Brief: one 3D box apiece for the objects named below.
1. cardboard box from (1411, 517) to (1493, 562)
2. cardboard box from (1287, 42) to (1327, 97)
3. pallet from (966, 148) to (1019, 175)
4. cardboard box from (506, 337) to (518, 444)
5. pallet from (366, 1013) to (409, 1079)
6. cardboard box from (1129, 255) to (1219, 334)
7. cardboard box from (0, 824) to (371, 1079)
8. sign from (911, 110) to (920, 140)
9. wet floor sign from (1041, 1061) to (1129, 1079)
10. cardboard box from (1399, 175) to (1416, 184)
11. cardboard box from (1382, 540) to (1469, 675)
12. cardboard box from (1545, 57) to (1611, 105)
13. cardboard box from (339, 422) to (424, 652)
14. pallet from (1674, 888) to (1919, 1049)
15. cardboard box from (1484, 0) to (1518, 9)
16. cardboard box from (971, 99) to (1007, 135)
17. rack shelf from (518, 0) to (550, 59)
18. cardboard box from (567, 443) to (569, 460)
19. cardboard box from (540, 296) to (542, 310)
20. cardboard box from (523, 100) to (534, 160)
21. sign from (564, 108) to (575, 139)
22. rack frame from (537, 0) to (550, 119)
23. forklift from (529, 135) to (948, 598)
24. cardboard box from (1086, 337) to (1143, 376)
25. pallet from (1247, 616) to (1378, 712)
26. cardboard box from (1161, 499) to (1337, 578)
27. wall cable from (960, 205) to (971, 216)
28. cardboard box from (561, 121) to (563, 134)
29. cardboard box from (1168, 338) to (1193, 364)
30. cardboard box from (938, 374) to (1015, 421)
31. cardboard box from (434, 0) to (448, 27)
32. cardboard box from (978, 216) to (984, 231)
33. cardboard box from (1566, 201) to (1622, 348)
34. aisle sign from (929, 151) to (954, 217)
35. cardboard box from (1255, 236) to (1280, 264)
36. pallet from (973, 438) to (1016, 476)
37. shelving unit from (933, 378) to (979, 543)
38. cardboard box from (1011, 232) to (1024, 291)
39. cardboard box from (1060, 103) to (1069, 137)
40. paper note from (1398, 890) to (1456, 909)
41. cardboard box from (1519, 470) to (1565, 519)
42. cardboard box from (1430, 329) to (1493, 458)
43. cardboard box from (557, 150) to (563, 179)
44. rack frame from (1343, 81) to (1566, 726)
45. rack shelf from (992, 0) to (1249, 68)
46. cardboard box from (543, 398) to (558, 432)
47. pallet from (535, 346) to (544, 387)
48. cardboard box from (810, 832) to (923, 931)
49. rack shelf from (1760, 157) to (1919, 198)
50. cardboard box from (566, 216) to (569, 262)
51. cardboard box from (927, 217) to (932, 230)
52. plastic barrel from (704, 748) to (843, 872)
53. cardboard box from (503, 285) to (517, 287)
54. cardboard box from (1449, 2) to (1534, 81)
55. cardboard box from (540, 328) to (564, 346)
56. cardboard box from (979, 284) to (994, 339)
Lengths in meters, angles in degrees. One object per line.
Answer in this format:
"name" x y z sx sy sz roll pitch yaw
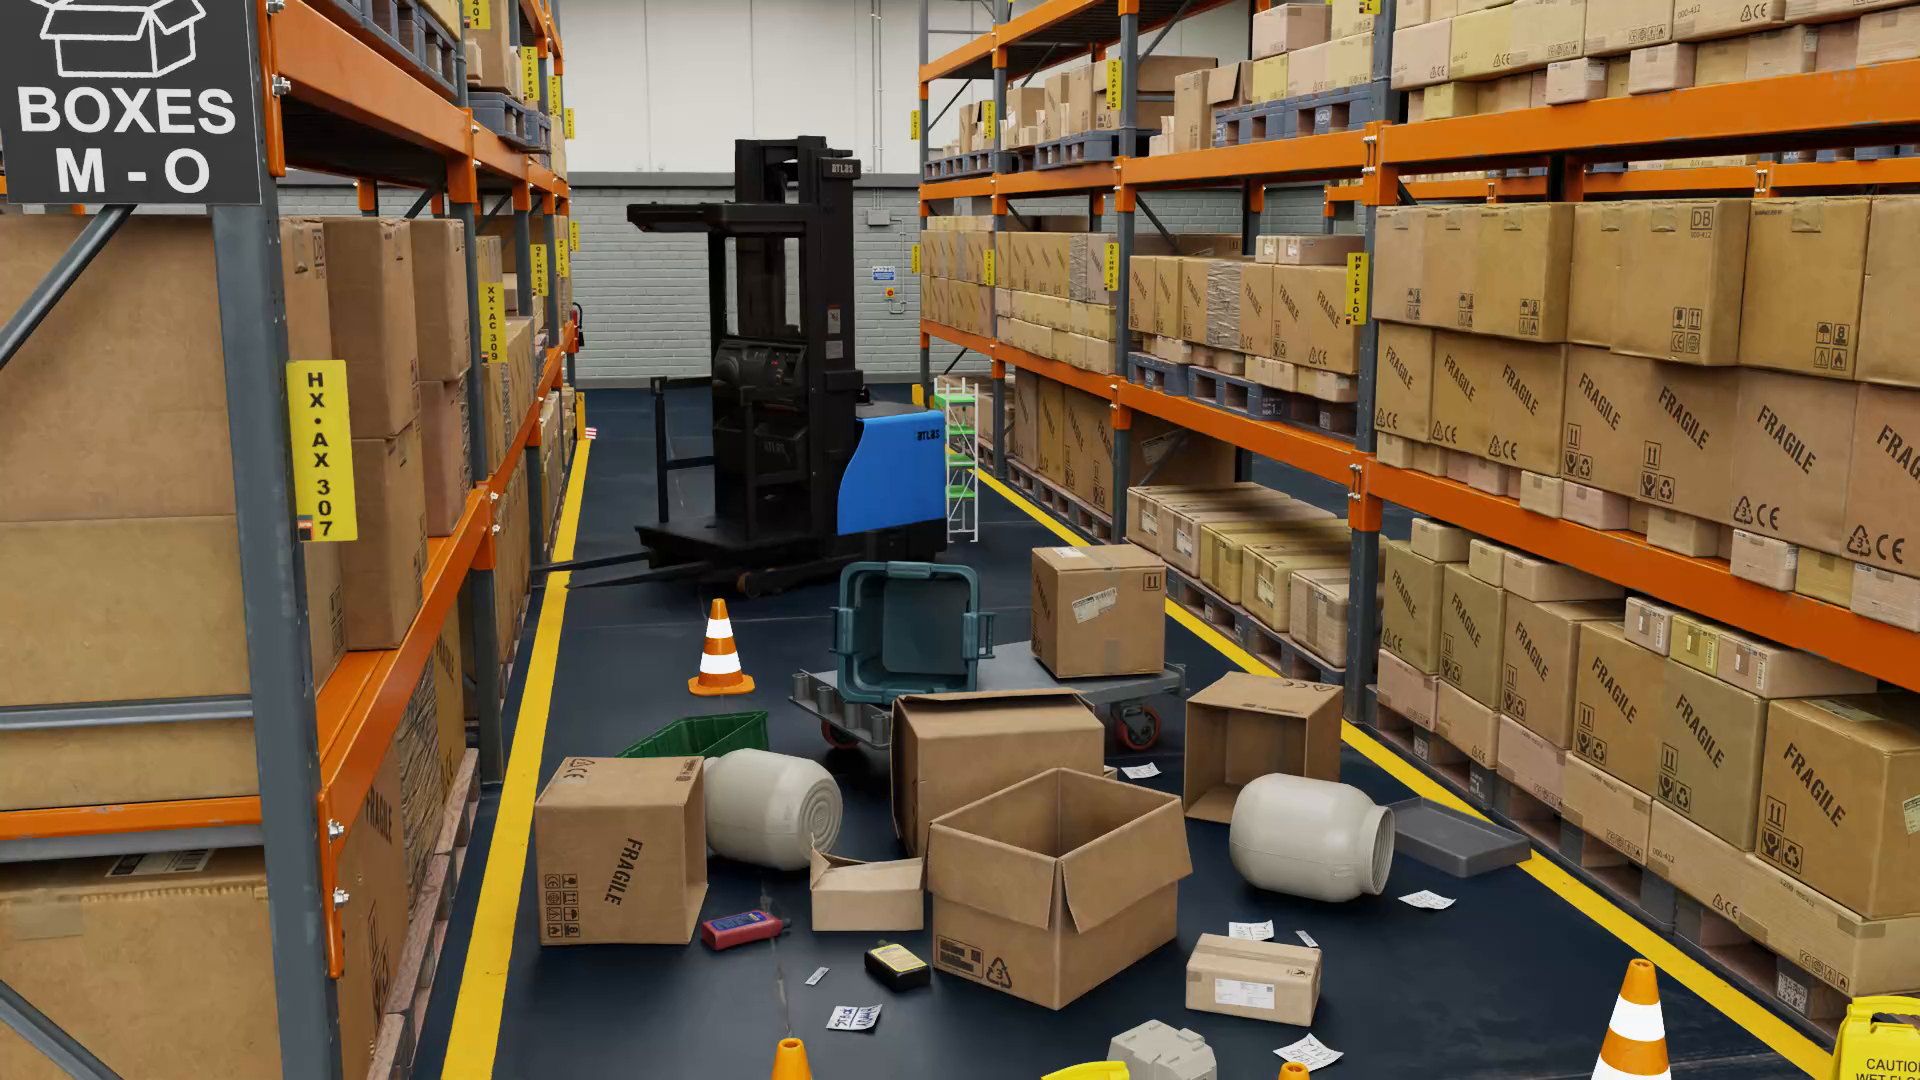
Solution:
"cardboard box" 2.185 -0.007 7.200 0.380 0.149 0.250 -2 11 -10
"cardboard box" 2.020 -2.408 8.583 0.500 0.250 0.500 -2 11 -10
"pallet" 0.665 -3.655 16.092 1.003 0.211 1.213 -2 11 -11
"cardboard box" -2.498 -0.749 8.339 0.500 0.500 0.500 -2 11 -11
"pallet" -1.921 1.551 3.984 1.003 0.211 1.213 -2 11 -11
"cardboard box" 1.452 -1.652 11.165 0.500 0.500 0.500 -2 11 -13
"cardboard box" -1.885 1.040 3.768 0.875 0.875 0.875 -2 11 -11
"sign" -0.510 -4.731 18.958 0.100 0.325 0.005 -2 11 -11
"wet floor sign" 0.259 1.415 3.538 0.267 0.644 0.232 -4 12 -21
"cardboard box" 4.994 -3.942 18.037 0.380 0.149 0.250 -2 11 -10
"cardboard box" 2.219 0.287 7.393 0.500 0.500 0.500 -2 11 -8
"cardboard box" 2.354 -1.652 6.002 0.380 0.149 0.250 -2 11 -12
"cardboard box" -1.919 -0.023 4.392 0.875 0.550 0.550 -2 11 -11
"pallet" 3.009 1.332 5.134 1.003 0.211 1.213 -2 11 -11
"cardboard box" 2.257 -2.135 6.408 0.380 0.149 0.250 -2 11 -11
"cardboard box" 0.520 -4.100 16.528 0.797 0.503 0.637 -1 11 -7
"rack shelf" -3.633 -3.906 12.147 1.077 0.370 4.000 -2 11 -11
"cardboard box" -3.830 -0.809 15.427 0.380 0.149 0.250 -2 11 -9
"cardboard box" -3.699 -1.991 13.888 0.380 0.149 0.250 -2 11 -11
"cardboard box" -3.094 -2.779 10.988 0.500 0.500 0.500 -2 11 -11
"sign" -4.252 -4.535 18.109 0.100 0.325 0.005 -2 11 -11
"rack frame" -4.022 -4.823 13.970 1.000 3.000 0.127 -2 11 -11
"forklift" -1.498 -1.175 11.032 3.031 2.935 1.130 -10 15 -43
"cardboard box" 1.238 -1.351 12.171 0.500 0.250 0.500 -3 11 -13
"pallet" 2.217 0.620 8.876 1.003 0.211 1.213 -2 11 -11
"cardboard box" 1.843 -0.017 10.670 0.950 0.372 0.625 -2 11 -12
"wall cable" 0.305 -4.394 25.044 0.588 1.984 0.122 -2 11 -11
"cardboard box" -4.447 -4.401 17.770 0.380 0.149 0.250 -2 11 -12
"cardboard box" 1.536 -1.201 10.535 0.380 0.149 0.250 -2 11 -11
"cardboard box" 0.262 -1.638 19.012 0.875 0.438 0.875 -3 11 -13
"cardboard box" -1.981 -1.866 5.735 0.380 0.149 0.250 -2 11 -10
"cardboard box" 0.391 -3.123 16.404 0.380 0.149 0.250 -2 11 -11
"cardboard box" 2.582 -0.925 5.798 0.700 0.500 0.500 -2 11 -11
"aisle sign" -0.263 -4.088 19.199 0.394 0.787 0.004 -2 11 -11
"cardboard box" 1.835 -1.579 9.051 0.380 0.149 0.250 -3 11 -13
"pallet" 0.742 -0.847 16.582 1.003 0.211 1.213 -2 11 -11
"shelving unit" -0.032 -0.620 12.744 0.258 1.200 0.503 -2 11 -11
"cardboard box" 0.743 -2.431 14.507 0.500 0.500 0.500 -2 11 -11
"cardboard box" 0.980 -3.195 12.672 0.396 0.266 0.258 -2 11 -12
"paper note" 1.663 1.276 5.912 0.142 0.019 0.148 -6 13 -31
"cardboard box" 2.356 -0.180 6.289 0.380 0.149 0.250 -2 11 -11
"cardboard box" 2.302 -0.621 6.871 0.500 0.500 0.500 -2 11 -11
"cardboard box" -4.042 -3.558 15.747 0.500 0.250 0.500 -2 11 -9
"rack frame" 2.369 -0.607 7.865 1.000 3.000 0.127 -2 11 -11
"rack shelf" 1.203 -4.105 13.190 1.077 0.370 4.000 -2 11 -11
"cardboard box" -3.543 -1.001 13.488 0.500 0.250 0.500 -2 11 -8
"pallet" -3.487 -1.175 11.360 1.213 0.211 1.003 -2 11 -11
"cardboard box" -0.325 1.183 5.773 0.396 0.266 0.258 0 11 -1
"rack shelf" 6.849 -2.275 10.531 1.077 0.370 4.000 -2 11 -11
"cardboard box" -4.467 -3.221 17.861 0.500 0.500 0.500 -2 11 -12
"cardboard box" -0.167 -3.592 18.870 0.380 0.149 0.250 -2 11 -10
"plastic barrel" -0.741 1.009 6.263 0.512 0.421 0.421 6 12 28
"cardboard box" -3.199 -1.659 11.346 0.380 0.149 0.250 -2 11 -13
"cardboard box" 2.296 -1.968 6.599 0.500 0.250 0.500 -2 11 -11
"cardboard box" -3.756 -1.816 14.890 0.380 0.149 0.250 -2 11 -9
"cardboard box" 0.473 -2.199 15.962 0.500 0.500 0.500 -2 11 -10
